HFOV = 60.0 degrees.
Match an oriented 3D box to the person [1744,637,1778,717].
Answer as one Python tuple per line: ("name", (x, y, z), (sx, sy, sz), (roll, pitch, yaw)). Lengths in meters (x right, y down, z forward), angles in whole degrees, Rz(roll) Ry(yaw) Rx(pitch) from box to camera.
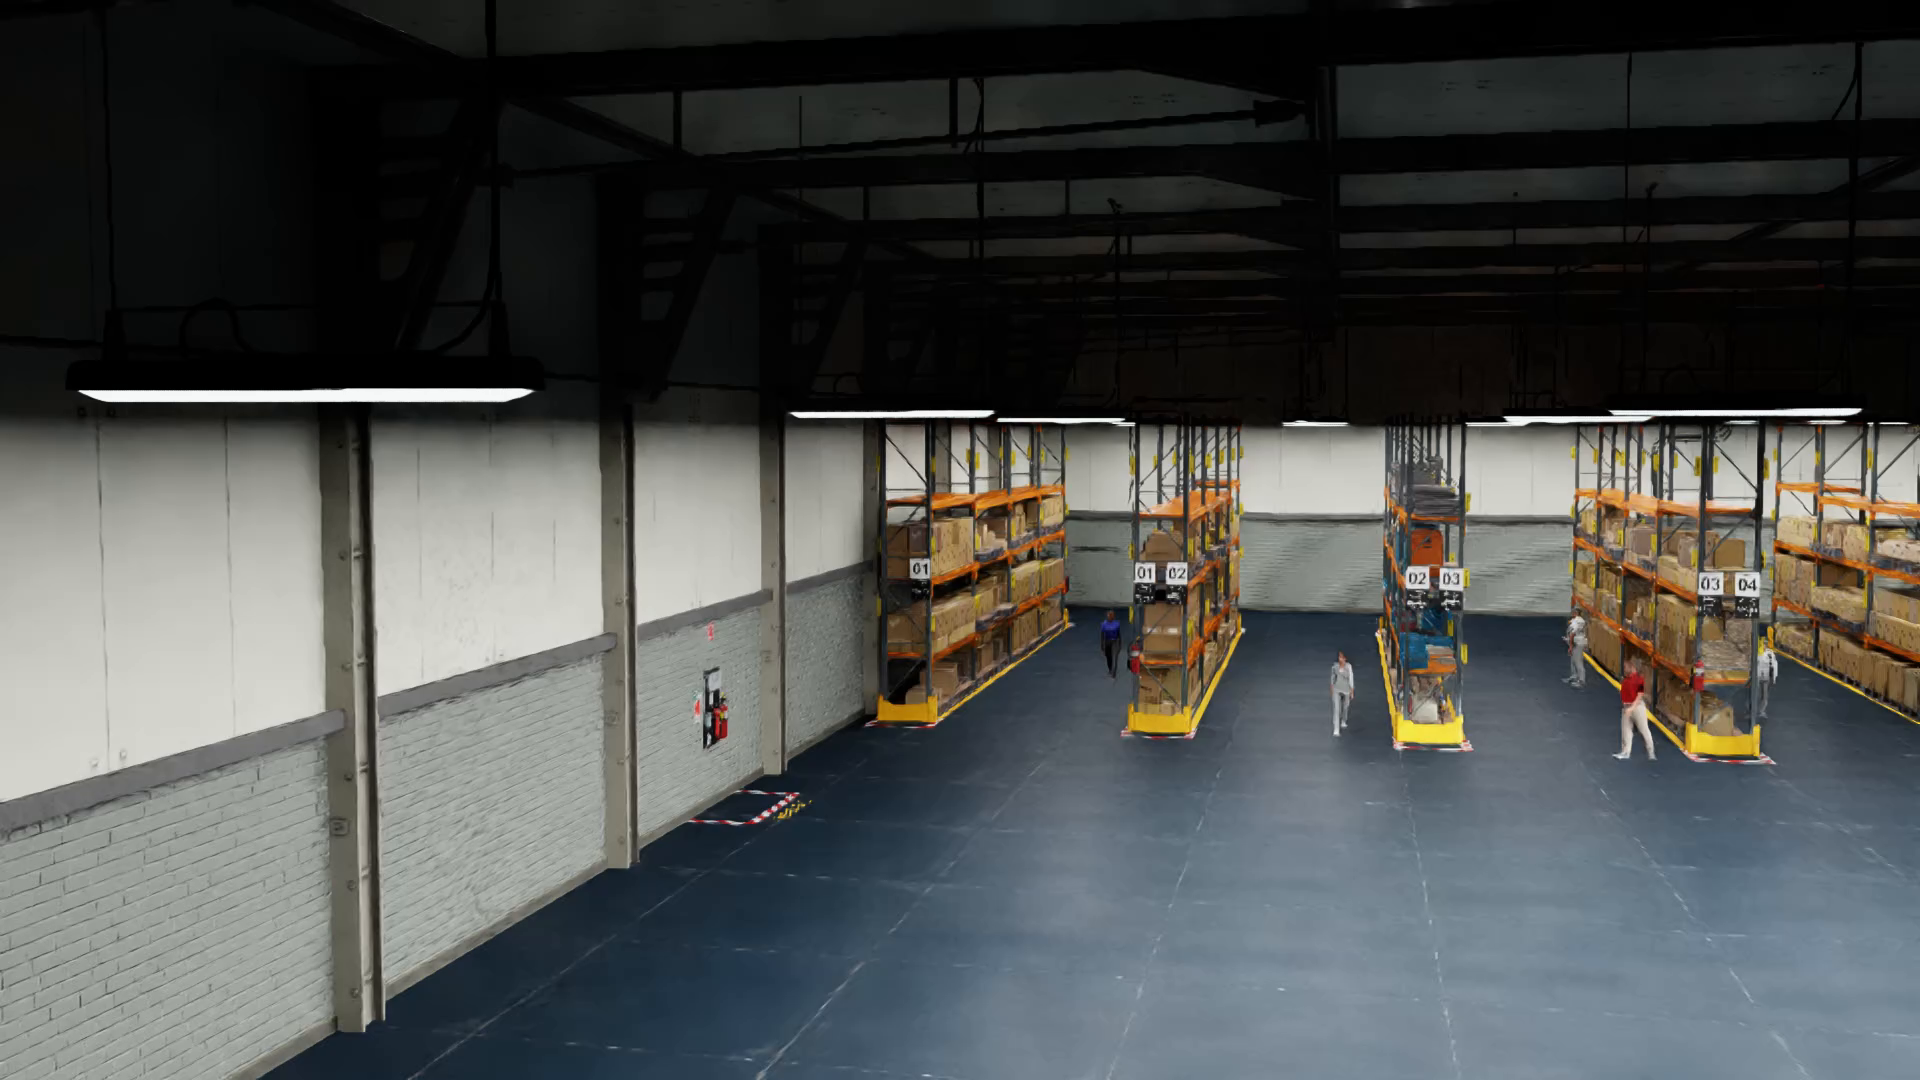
("person", (15.796, 2.694, 32.829), (0.639, 1.631, 0.502), (1, 4, 9))

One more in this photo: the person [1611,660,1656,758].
("person", (11.663, 2.922, 28.727), (0.718, 1.713, 0.569), (-1, 4, -15))

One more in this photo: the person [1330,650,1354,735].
("person", (7.161, 2.826, 31.148), (0.431, 1.550, 0.918), (1, 4, 12))

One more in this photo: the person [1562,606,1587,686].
("person", (13.649, 2.337, 36.924), (0.597, 1.746, 0.668), (3, 5, 37))

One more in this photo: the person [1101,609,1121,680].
("person", (3.429, 2.357, 37.875), (0.447, 1.574, 1.088), (1, 4, 15))
